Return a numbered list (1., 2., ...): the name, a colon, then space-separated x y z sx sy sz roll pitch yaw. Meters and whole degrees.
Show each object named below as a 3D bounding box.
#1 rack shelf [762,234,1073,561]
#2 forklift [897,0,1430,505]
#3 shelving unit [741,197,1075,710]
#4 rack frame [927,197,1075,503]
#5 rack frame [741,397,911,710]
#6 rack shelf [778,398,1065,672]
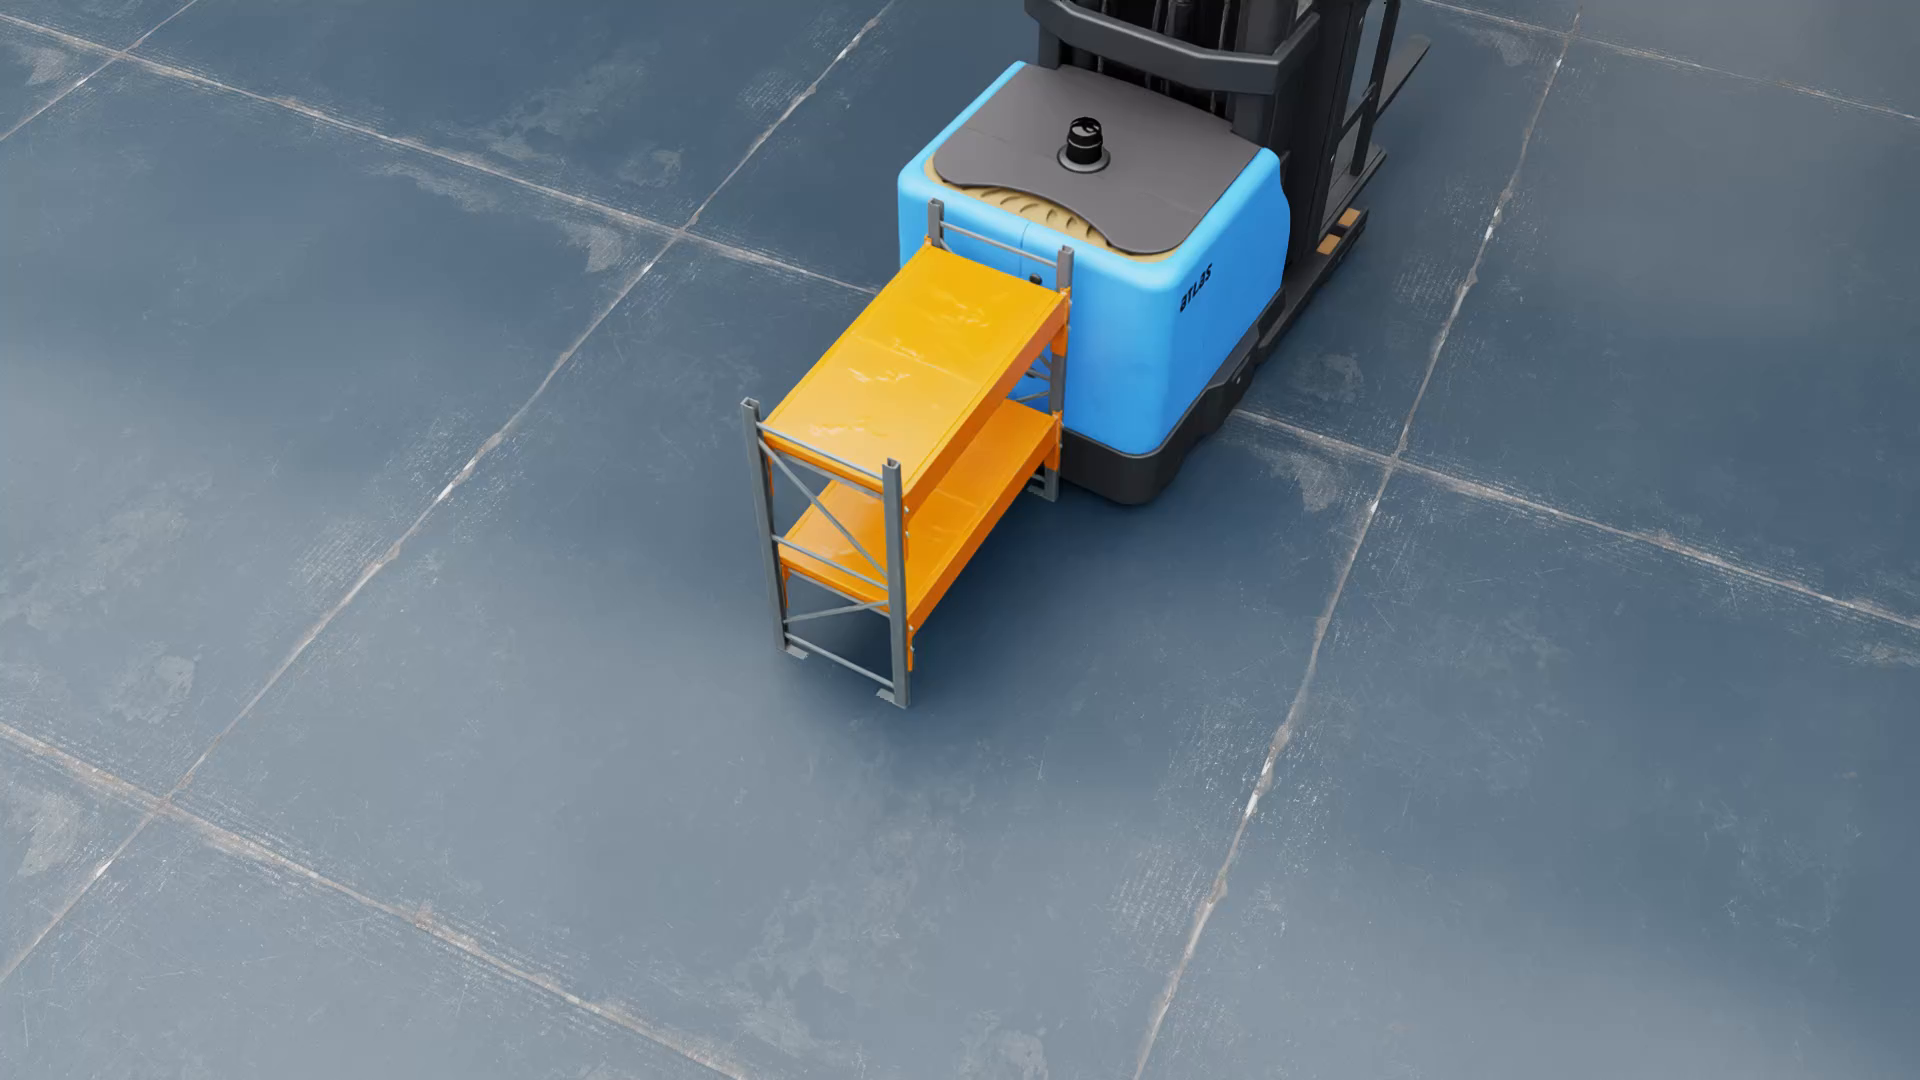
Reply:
1. rack shelf: -0.130 -0.454 5.013 0.538 0.278 1.000 24 54 19
2. forklift: 0.991 -2.182 5.682 1.130 2.935 3.031 26 54 20
3. shelving unit: -0.130 -0.264 5.236 0.538 1.125 1.048 24 54 19
4. rack frame: 0.122 -0.601 5.522 0.500 1.125 0.032 24 54 19
5. rack frame: -0.382 0.072 4.950 0.500 1.125 0.032 24 54 19
6. rack shelf: -0.130 -0.106 5.423 0.538 0.278 1.000 24 54 19
